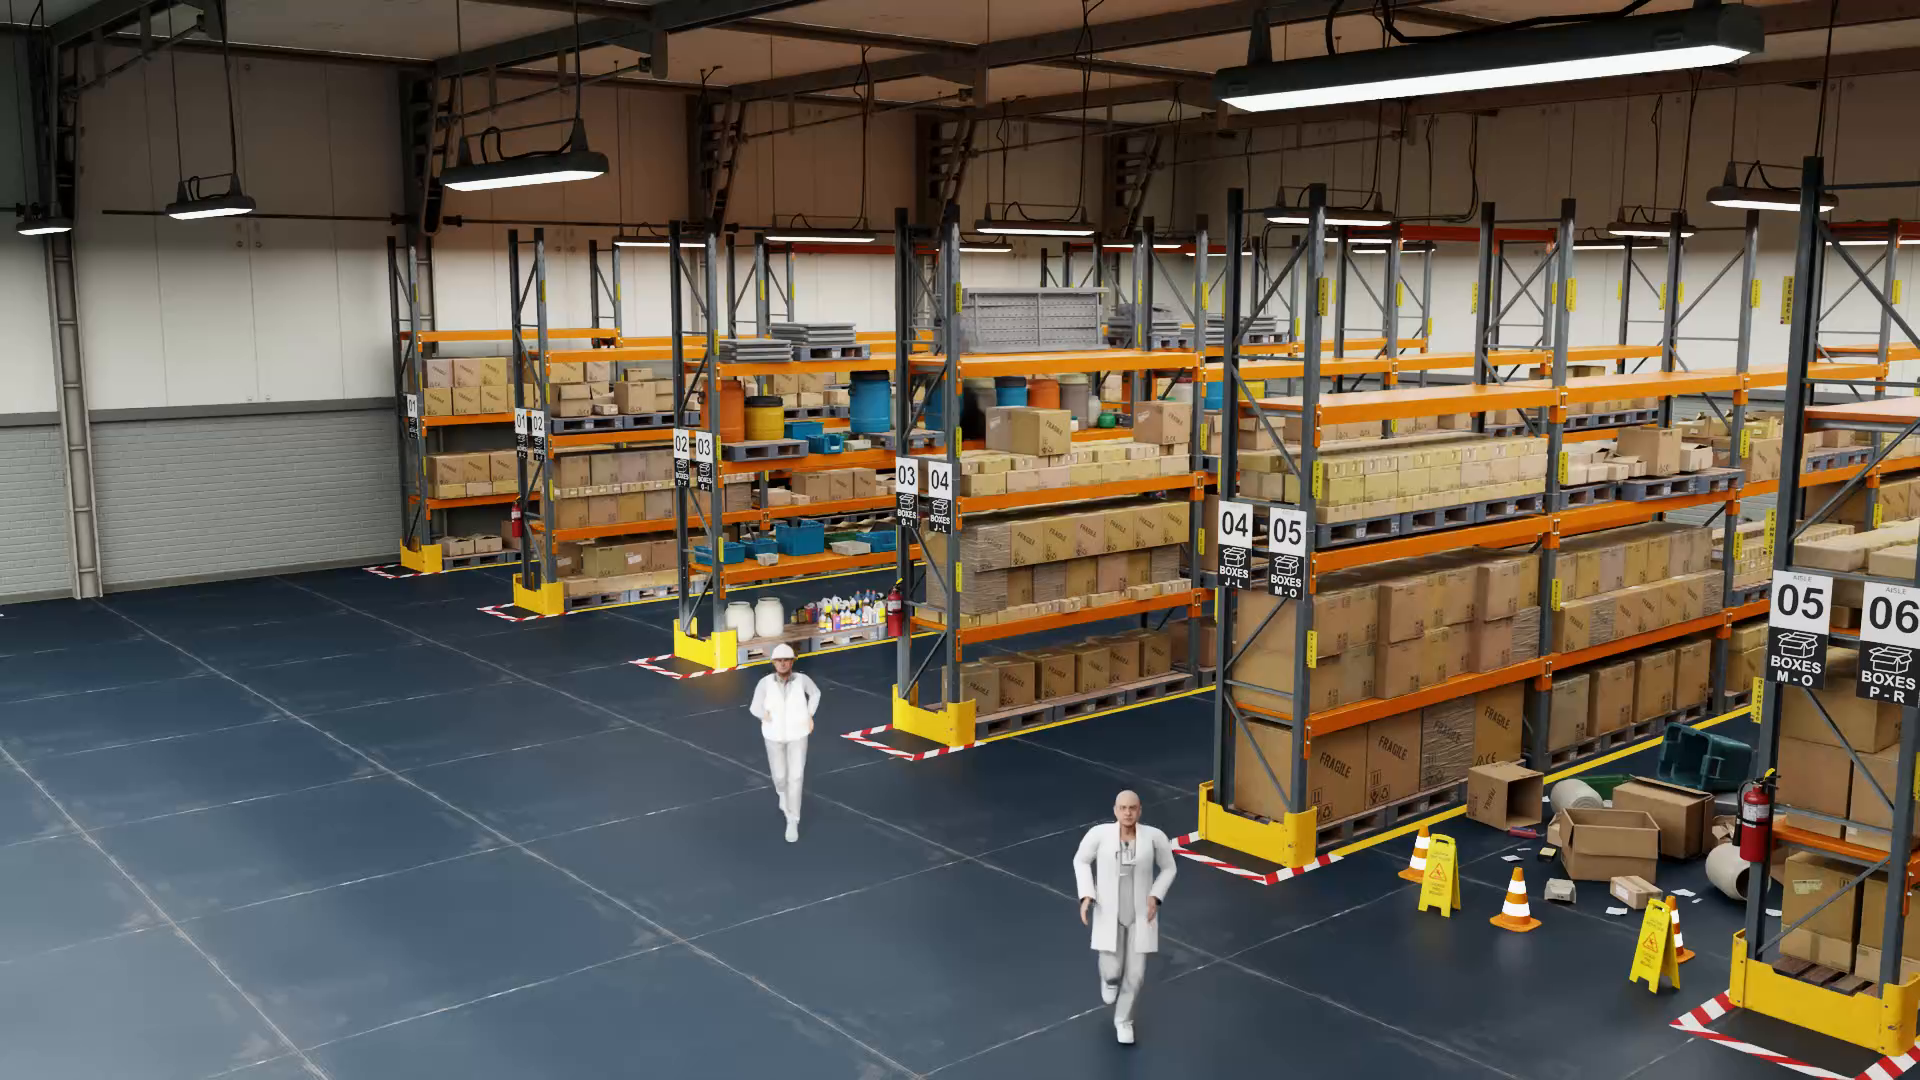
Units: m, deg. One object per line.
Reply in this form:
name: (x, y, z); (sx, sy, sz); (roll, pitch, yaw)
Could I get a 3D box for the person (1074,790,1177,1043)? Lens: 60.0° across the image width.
person: (1.141, 2.570, 11.506); (0.712, 1.732, 0.637); (0, 9, 3)

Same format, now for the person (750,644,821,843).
person: (-1.659, 1.866, 15.807); (0.658, 1.789, 0.955); (0, 9, -2)

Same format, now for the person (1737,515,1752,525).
person: (11.814, 0.456, 25.161); (0.894, 1.719, 0.557); (-6, 11, -35)
